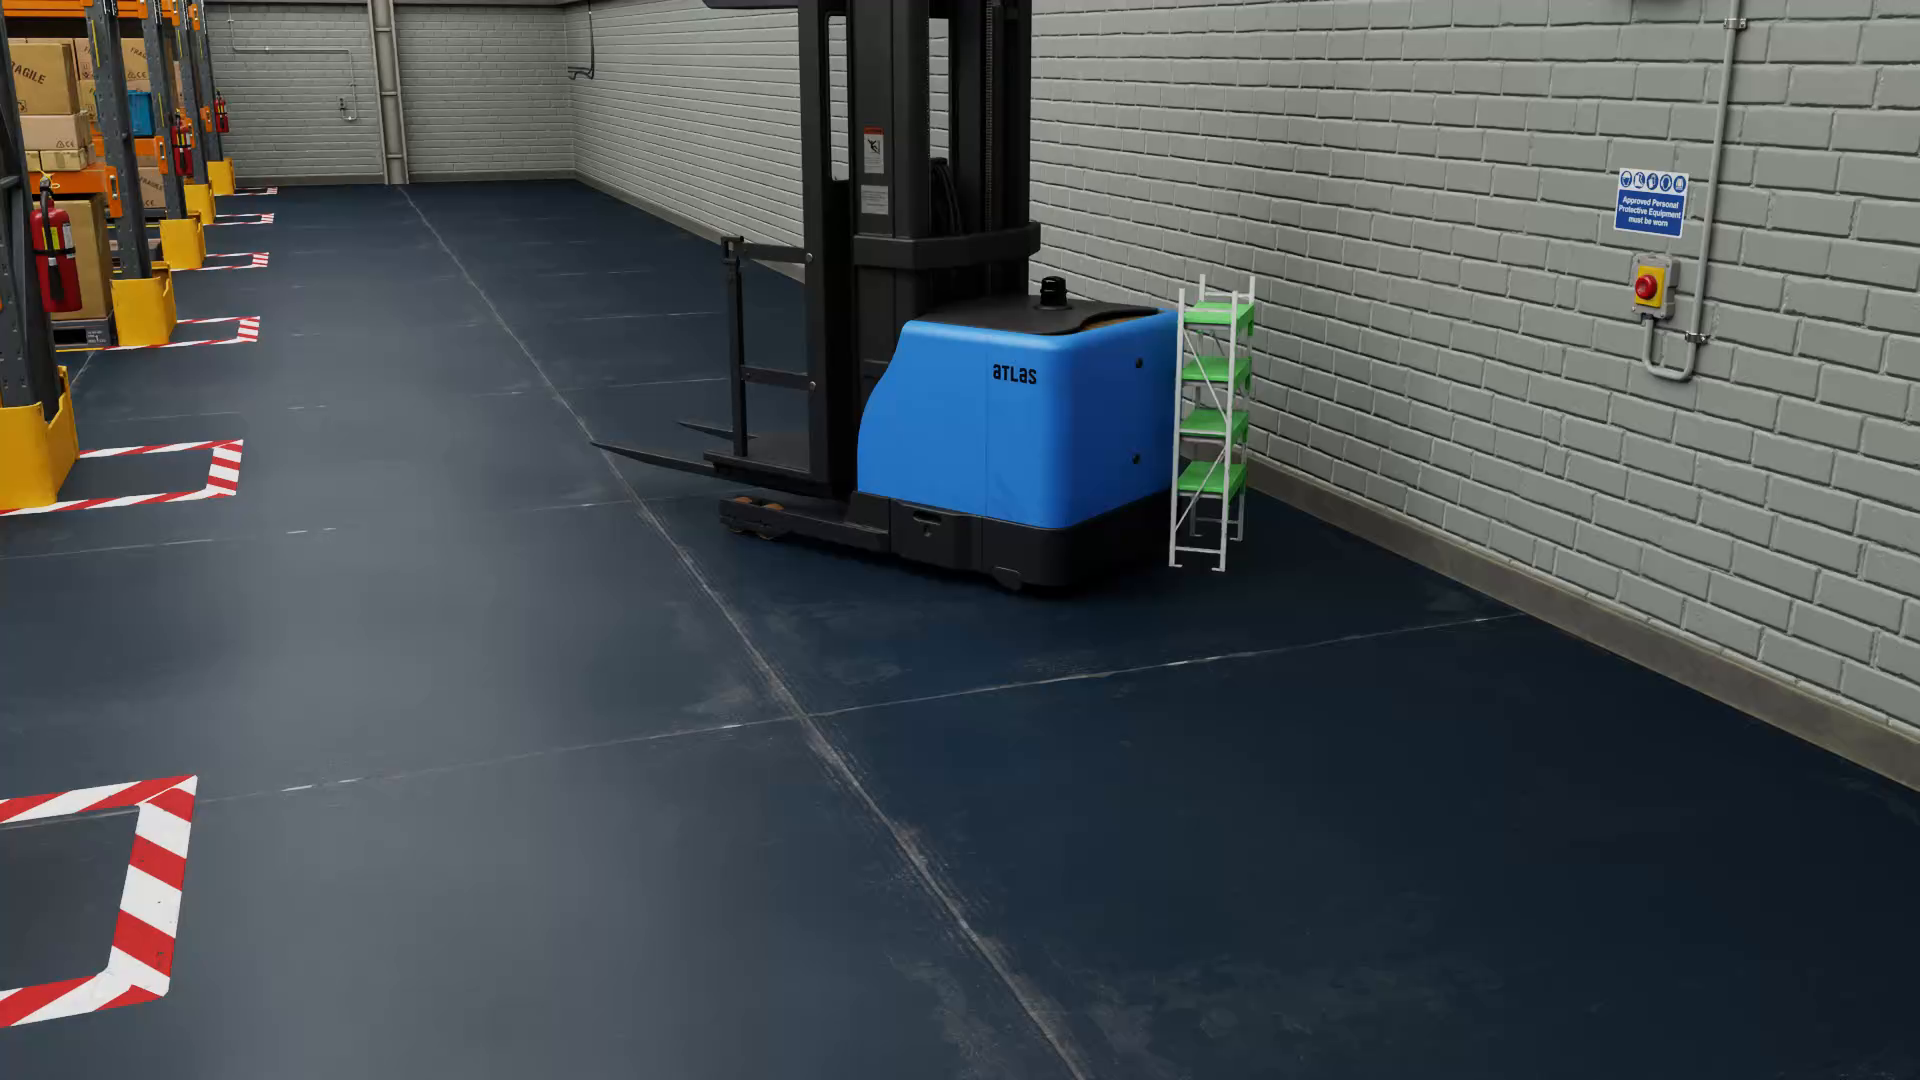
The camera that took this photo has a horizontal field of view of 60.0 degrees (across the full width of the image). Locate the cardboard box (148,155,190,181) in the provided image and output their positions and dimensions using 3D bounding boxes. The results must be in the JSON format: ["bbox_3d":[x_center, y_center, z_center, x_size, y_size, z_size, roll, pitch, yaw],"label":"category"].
[{"bbox_3d":[-12.364,-5.880,25.989,0.500,0.500,0.700,-6,17,-20],"label":"cardboard box"}]

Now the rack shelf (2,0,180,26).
[{"bbox_3d":[-11.838,-6.564,20.581,4.000,0.370,1.077,-6,17,-20],"label":"rack shelf"}]

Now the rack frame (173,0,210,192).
[{"bbox_3d":[-9.970,-5.672,21.589,0.127,3.000,1.000,-6,17,-20],"label":"rack frame"}]

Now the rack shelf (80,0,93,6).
[{"bbox_3d":[-8.297,-3.957,11.704,4.000,0.370,1.077,-6,17,-20],"label":"rack shelf"}]

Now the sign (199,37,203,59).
[{"bbox_3d":[-11.565,-7.500,25.338,0.005,0.325,0.100,-6,17,-20],"label":"sign"}]

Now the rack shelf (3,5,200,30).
[{"bbox_3d":[-13.614,-7.867,25.018,4.000,0.370,1.077,-6,17,-20],"label":"rack shelf"}]

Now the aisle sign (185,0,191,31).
[{"bbox_3d":[-10.012,-7.003,21.509,0.004,0.787,0.394,-6,17,-20],"label":"aisle sign"}]

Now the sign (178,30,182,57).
[{"bbox_3d":[-9.791,-6.231,20.877,0.005,0.325,0.100,-6,17,-20],"label":"sign"}]

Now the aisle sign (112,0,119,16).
[{"bbox_3d":[-6.469,-4.399,12.639,0.004,0.787,0.394,-6,17,-20],"label":"aisle sign"}]

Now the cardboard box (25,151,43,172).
[{"bbox_3d":[-6.886,-2.795,12.239,0.250,0.149,0.380,-6,17,-20],"label":"cardboard box"}]

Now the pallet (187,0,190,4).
[{"bbox_3d":[-12.435,-8.294,25.352,1.213,0.211,1.003,-6,17,-20],"label":"pallet"}]

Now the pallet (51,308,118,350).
[{"bbox_3d":[-7.148,-1.626,12.760,1.213,0.211,1.003,-6,17,-20],"label":"pallet"}]

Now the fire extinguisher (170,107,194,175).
[{"bbox_3d":[-7.898,-4.048,16.858,0.183,0.674,0.296,-6,17,-20],"label":"fire extinguisher"}]

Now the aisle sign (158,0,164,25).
[{"bbox_3d":[-8.241,-5.701,17.074,0.004,0.787,0.394,-6,17,-20],"label":"aisle sign"}]

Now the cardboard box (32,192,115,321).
[{"bbox_3d":[-6.998,-2.161,12.661,0.875,0.875,0.875,-6,17,-20],"label":"cardboard box"}]

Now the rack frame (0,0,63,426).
[{"bbox_3d":[-4.749,-1.750,8.233,0.127,3.000,1.000,-6,17,-20],"label":"rack frame"}]

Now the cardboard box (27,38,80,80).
[{"bbox_3d":[-11.242,-5.978,20.678,0.500,0.500,0.500,-6,17,-19],"label":"cardboard box"}]

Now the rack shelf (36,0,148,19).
[{"bbox_3d":[-10.069,-5.261,16.142,4.000,0.370,1.077,-6,17,-20],"label":"rack shelf"}]

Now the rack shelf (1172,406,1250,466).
[{"bbox_3d":[1.098,-0.457,7.250,0.258,0.148,0.480,5,17,17],"label":"rack shelf"}]

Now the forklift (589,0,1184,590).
[{"bbox_3d":[-0.495,-1.512,7.547,3.031,2.935,1.130,12,20,35],"label":"forklift"}]

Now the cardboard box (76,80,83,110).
[{"bbox_3d":[-11.242,-5.501,20.829,0.500,0.500,0.500,-6,17,-20],"label":"cardboard box"}]

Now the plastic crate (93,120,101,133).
[{"bbox_3d":[-8.879,-4.322,17.352,0.298,0.136,0.250,-6,17,-20],"label":"plastic crate"}]

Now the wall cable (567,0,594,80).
[{"bbox_3d":[-6.337,-8.840,27.240,0.112,2.526,3.097,-6,17,-20],"label":"wall cable"}]

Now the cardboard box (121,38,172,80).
[{"bbox_3d":[-10.288,-6.082,21.035,0.500,0.500,0.500,-6,18,-21],"label":"cardboard box"}]

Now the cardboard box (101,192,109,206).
[{"bbox_3d":[-11.047,-4.533,21.810,0.500,0.250,0.500,-6,17,-20],"label":"cardboard box"}]

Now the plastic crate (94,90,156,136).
[{"bbox_3d":[-8.447,-4.331,16.854,0.499,0.435,0.616,-6,17,-20],"label":"plastic crate"}]

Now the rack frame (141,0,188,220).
[{"bbox_3d":[-8.201,-4.368,17.150,0.127,3.000,1.000,-6,17,-20],"label":"rack frame"}]

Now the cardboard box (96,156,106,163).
[{"bbox_3d":[-13.301,-5.779,25.644,0.500,0.500,0.700,-7,18,-22],"label":"cardboard box"}]

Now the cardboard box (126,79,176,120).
[{"bbox_3d":[-10.291,-5.603,21.177,0.500,0.500,0.500,-6,17,-18],"label":"cardboard box"}]

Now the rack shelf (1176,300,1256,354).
[{"bbox_3d":[1.098,-0.917,7.115,0.258,0.148,0.480,5,17,17],"label":"rack shelf"}]

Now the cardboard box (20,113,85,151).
[{"bbox_3d":[-6.787,-3.017,12.287,0.500,0.250,0.500,-6,18,-21],"label":"cardboard box"}]

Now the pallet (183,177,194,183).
[{"bbox_3d":[-12.465,-5.536,26.074,1.213,0.211,1.003,-6,17,-20],"label":"pallet"}]

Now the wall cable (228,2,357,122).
[{"bbox_3d":[-10.889,-7.840,27.170,1.851,1.984,0.084,-6,17,-20],"label":"wall cable"}]

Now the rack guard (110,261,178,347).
[{"bbox_3d":[-6.407,-1.868,13.072,0.348,0.500,1.175,-6,17,-20],"label":"rack guard"}]

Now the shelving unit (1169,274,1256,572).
[{"bbox_3d":[1.098,-0.518,7.232,0.258,1.200,0.503,5,17,17],"label":"shelving unit"}]

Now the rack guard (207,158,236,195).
[{"bbox_3d":[-11.724,-5.778,26.386,0.348,0.500,1.175,-6,17,-20],"label":"rack guard"}]

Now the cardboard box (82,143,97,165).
[{"bbox_3d":[-6.879,-2.996,12.921,0.250,0.149,0.380,-6,17,-19],"label":"cardboard box"}]

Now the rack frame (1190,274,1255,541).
[{"bbox_3d":[1.173,-0.583,7.455,0.240,1.200,0.015,5,17,17],"label":"rack frame"}]

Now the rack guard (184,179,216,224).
[{"bbox_3d":[-10.041,-4.465,21.915,0.348,0.500,1.175,-6,17,-20],"label":"rack guard"}]
